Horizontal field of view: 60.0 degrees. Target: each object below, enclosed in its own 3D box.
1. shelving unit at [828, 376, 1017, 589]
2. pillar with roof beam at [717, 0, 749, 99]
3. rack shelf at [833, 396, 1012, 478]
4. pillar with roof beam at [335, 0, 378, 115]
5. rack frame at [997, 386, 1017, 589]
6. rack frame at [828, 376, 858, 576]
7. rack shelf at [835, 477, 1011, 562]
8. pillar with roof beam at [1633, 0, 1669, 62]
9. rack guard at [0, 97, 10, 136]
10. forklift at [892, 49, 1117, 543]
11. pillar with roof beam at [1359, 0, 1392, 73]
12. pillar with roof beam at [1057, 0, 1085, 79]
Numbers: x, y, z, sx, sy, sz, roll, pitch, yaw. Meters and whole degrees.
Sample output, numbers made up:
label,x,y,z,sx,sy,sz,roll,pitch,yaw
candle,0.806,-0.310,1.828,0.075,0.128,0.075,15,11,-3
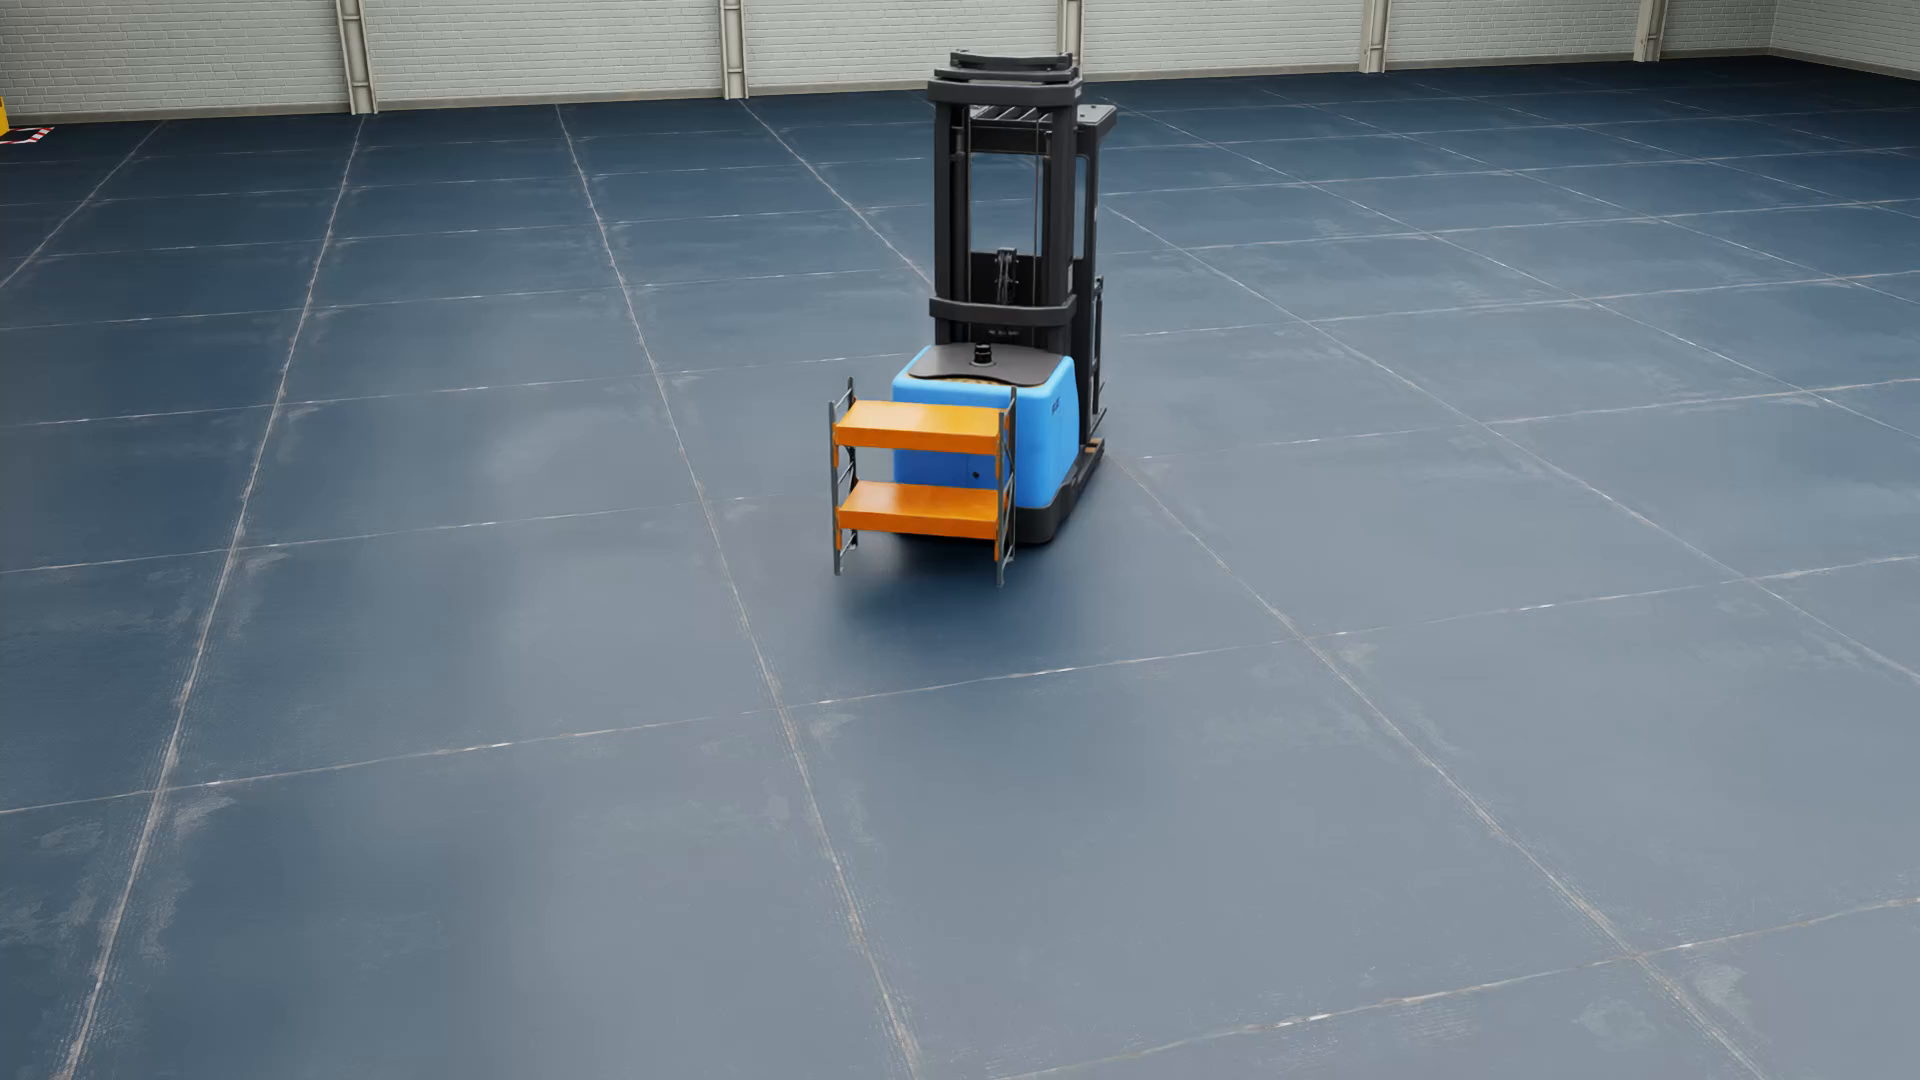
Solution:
label,x,y,z,sx,sy,sz,roll,pitch,yaw
shelving unit,-0.215,-0.358,10.157,1.048,1.125,0.538,4,24,10
pillar with roof beam,-2.655,-10.034,22.722,0.400,9.000,9.100,-6,24,-14
rack shelf,-0.215,-0.627,10.041,1.000,0.278,0.538,4,24,10
pillar with roof beam,-8.432,-9.394,21.232,0.400,9.000,9.100,-6,24,-14
rack frame,0.284,-0.321,10.071,0.032,1.125,0.500,4,24,10
rack frame,-0.715,-0.395,10.243,0.032,1.125,0.500,4,24,10
rack shelf,-0.215,-0.133,10.253,1.000,0.278,0.538,4,24,10
pillar with roof beam,14.676,-11.951,27.190,0.400,9.000,9.100,-6,24,-14
rack guard,-14.435,-6.219,24.609,0.348,0.500,1.175,-6,24,-14
forklift,0.429,-1.878,11.411,1.130,2.935,3.031,6,24,14
pillar with roof beam,8.899,-11.312,25.700,0.400,9.000,9.100,-6,24,-14
pillar with roof beam,3.122,-10.673,24.211,0.400,9.000,9.100,-6,24,-14
